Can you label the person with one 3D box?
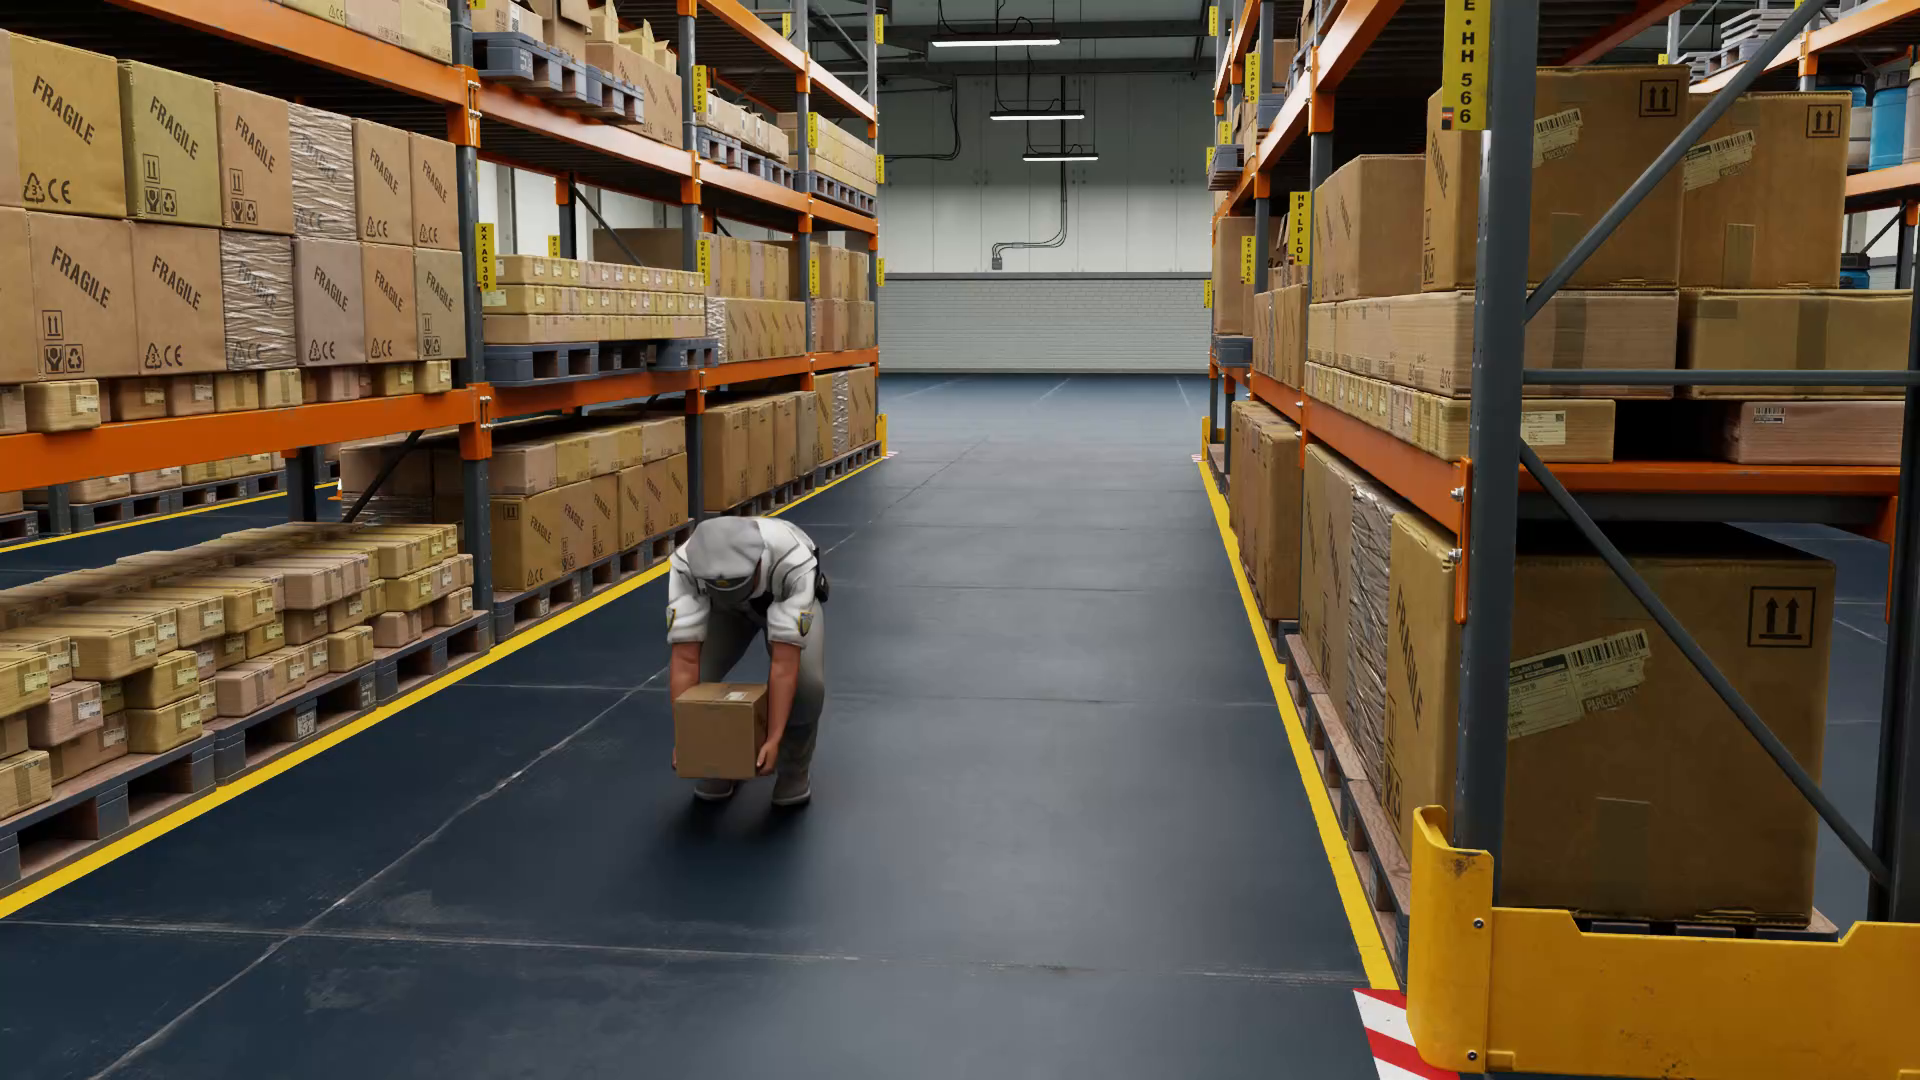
[{"bbox_3d":[-0.716,0.391,5.555,0.528,1.035,1.026,0,8,4],"label":"person"}]
